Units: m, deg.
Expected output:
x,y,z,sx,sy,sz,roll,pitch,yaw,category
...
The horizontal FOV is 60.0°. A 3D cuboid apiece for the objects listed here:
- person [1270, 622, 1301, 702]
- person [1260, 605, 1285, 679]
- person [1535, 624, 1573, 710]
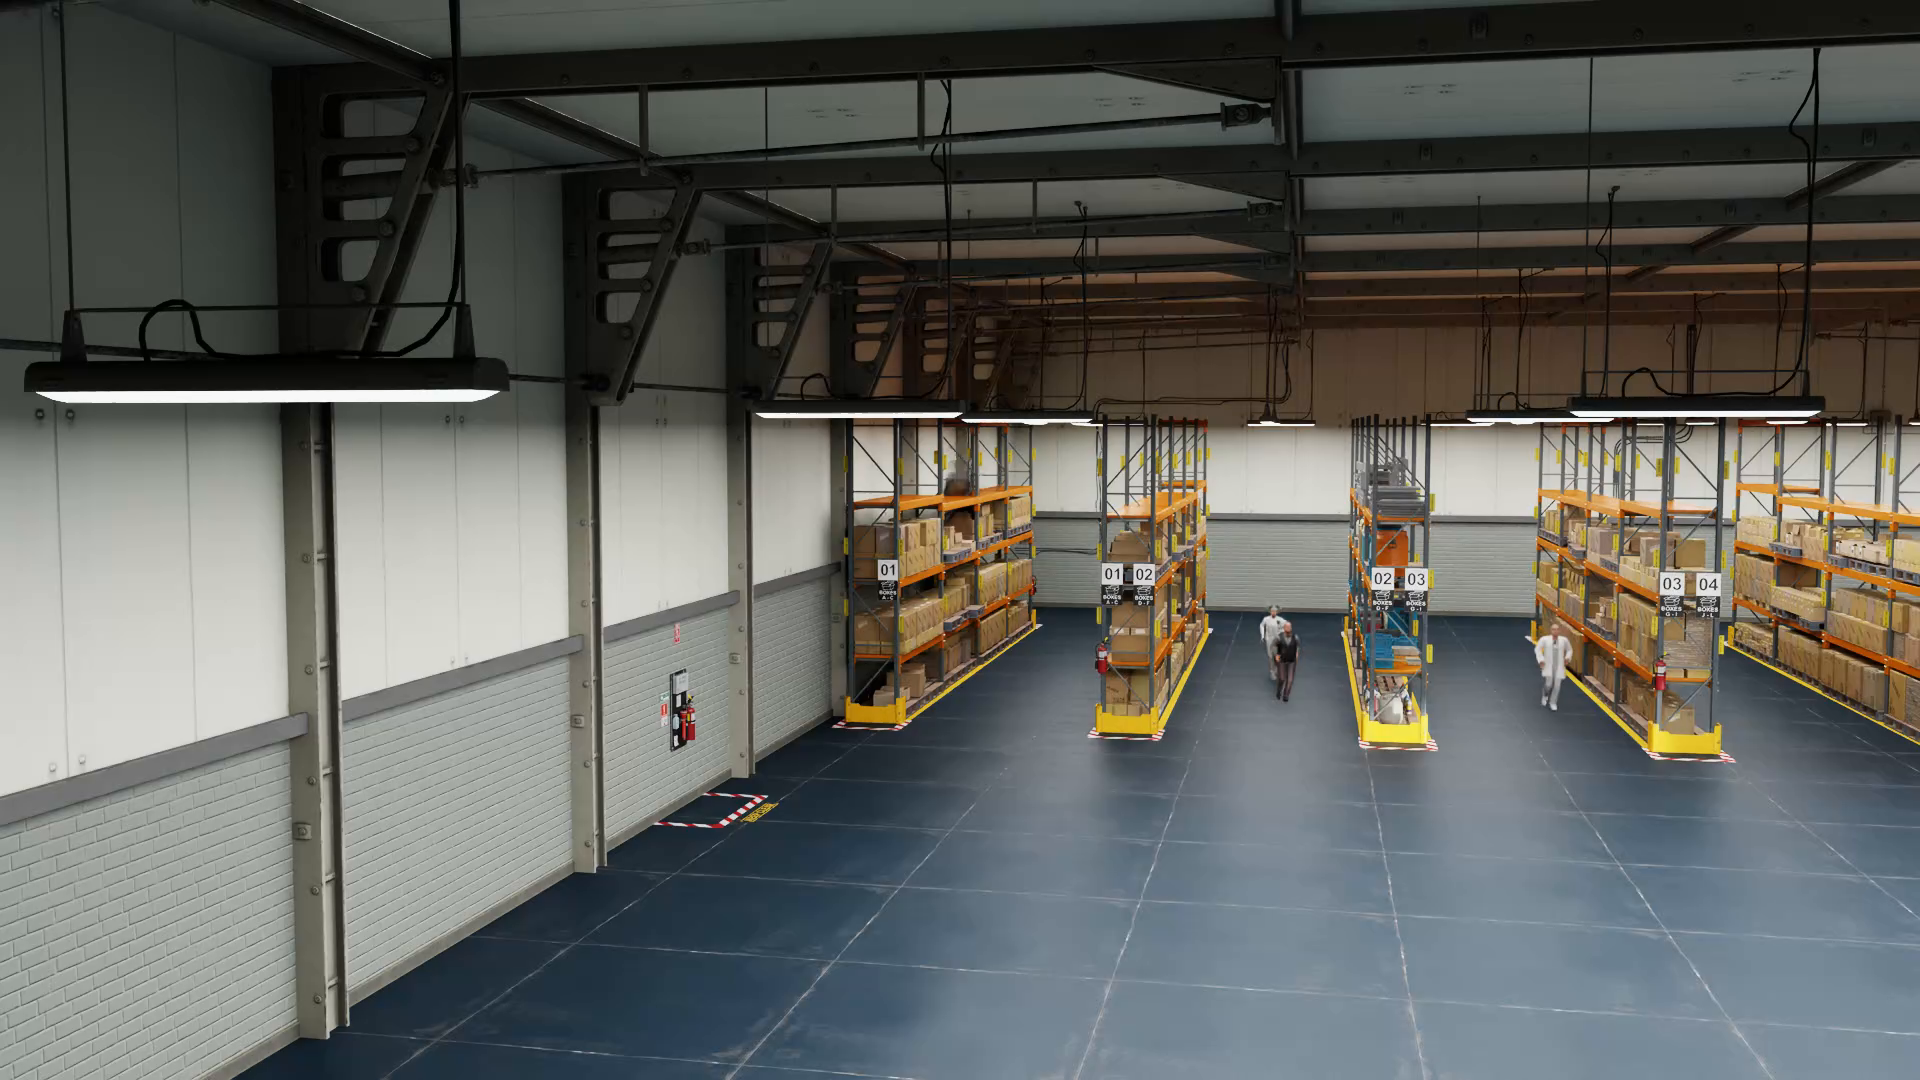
x,y,z,sx,sy,sz,roll,pitch,yaw,category
6.844,2.558,34.809,0.637,1.677,0.567,0,4,1,person
7.208,2.313,38.197,0.612,1.678,0.900,1,4,9,person
12.149,2.592,33.984,0.724,1.747,0.633,1,4,10,person
